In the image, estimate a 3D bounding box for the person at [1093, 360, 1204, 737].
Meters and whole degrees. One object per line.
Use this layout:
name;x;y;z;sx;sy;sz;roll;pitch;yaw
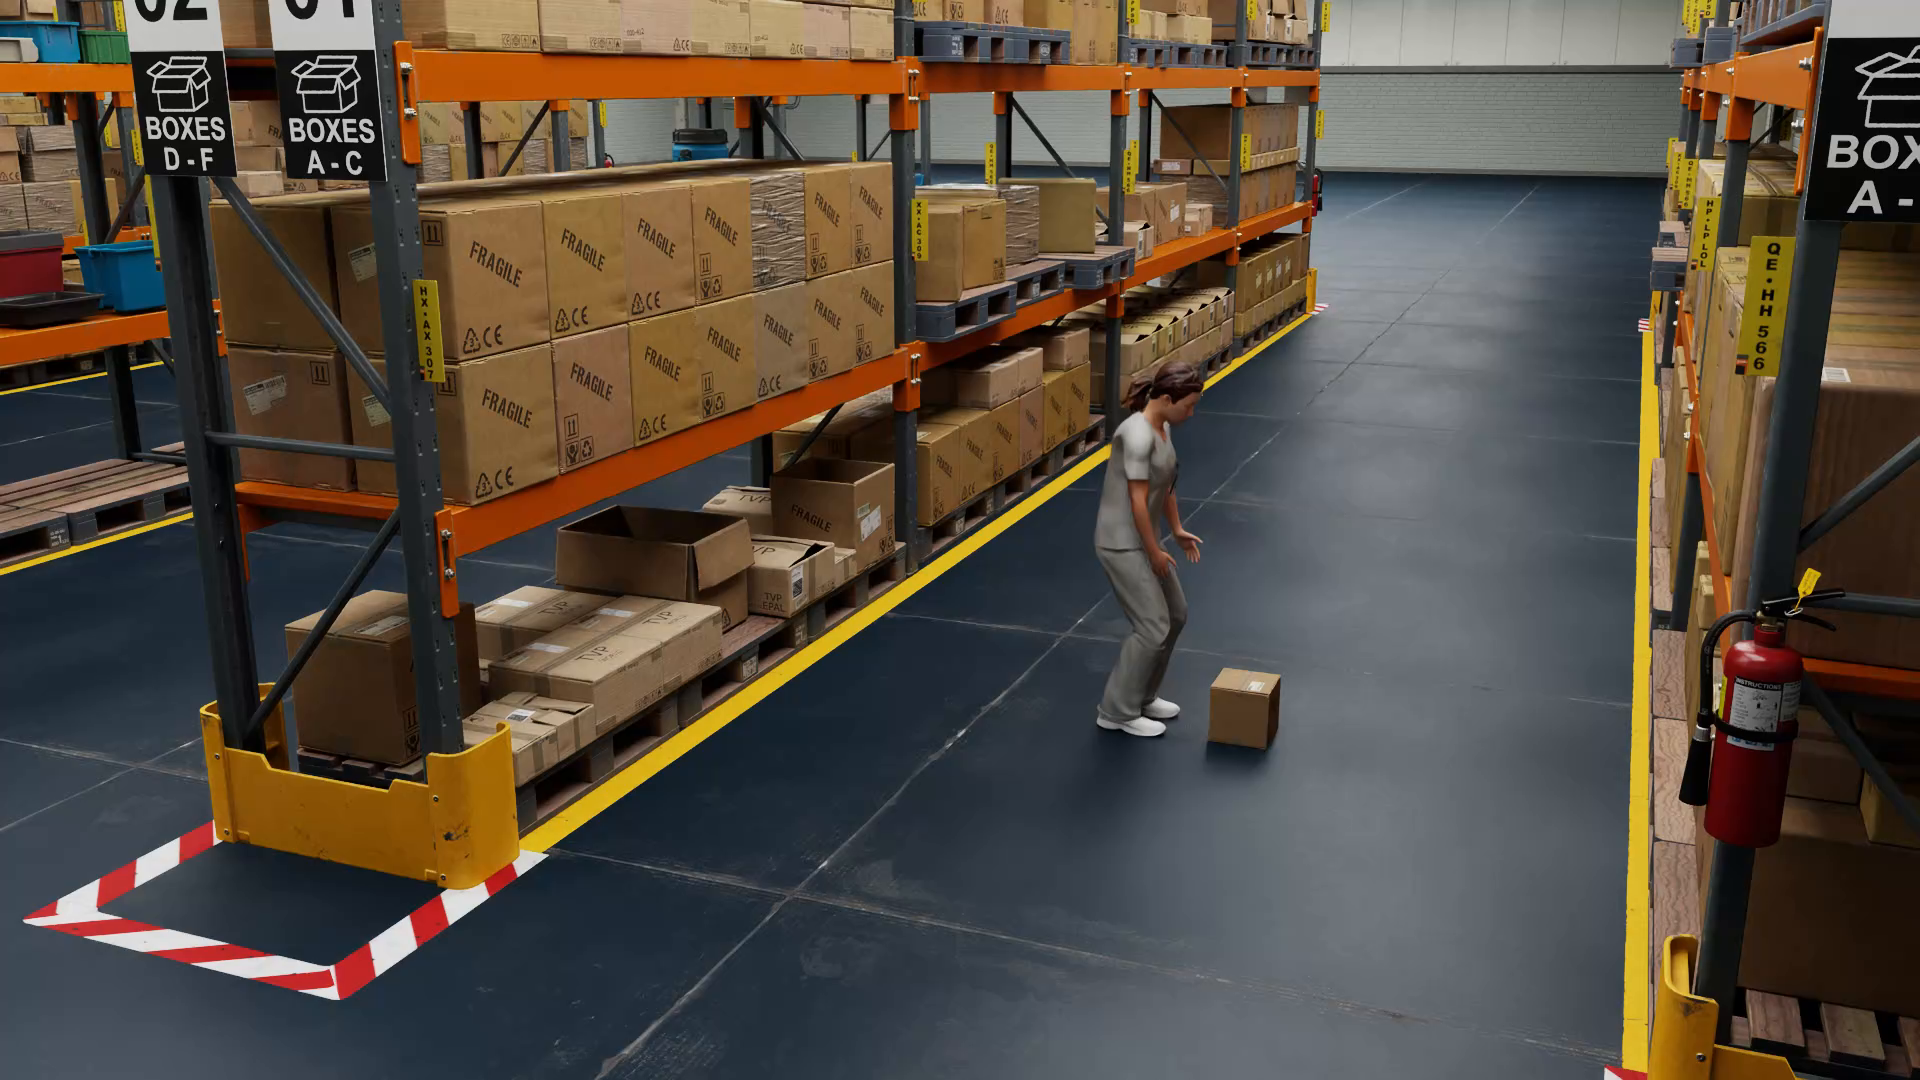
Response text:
person;0.803;0.022;7.102;0.426;1.603;0.468;6;17;22
